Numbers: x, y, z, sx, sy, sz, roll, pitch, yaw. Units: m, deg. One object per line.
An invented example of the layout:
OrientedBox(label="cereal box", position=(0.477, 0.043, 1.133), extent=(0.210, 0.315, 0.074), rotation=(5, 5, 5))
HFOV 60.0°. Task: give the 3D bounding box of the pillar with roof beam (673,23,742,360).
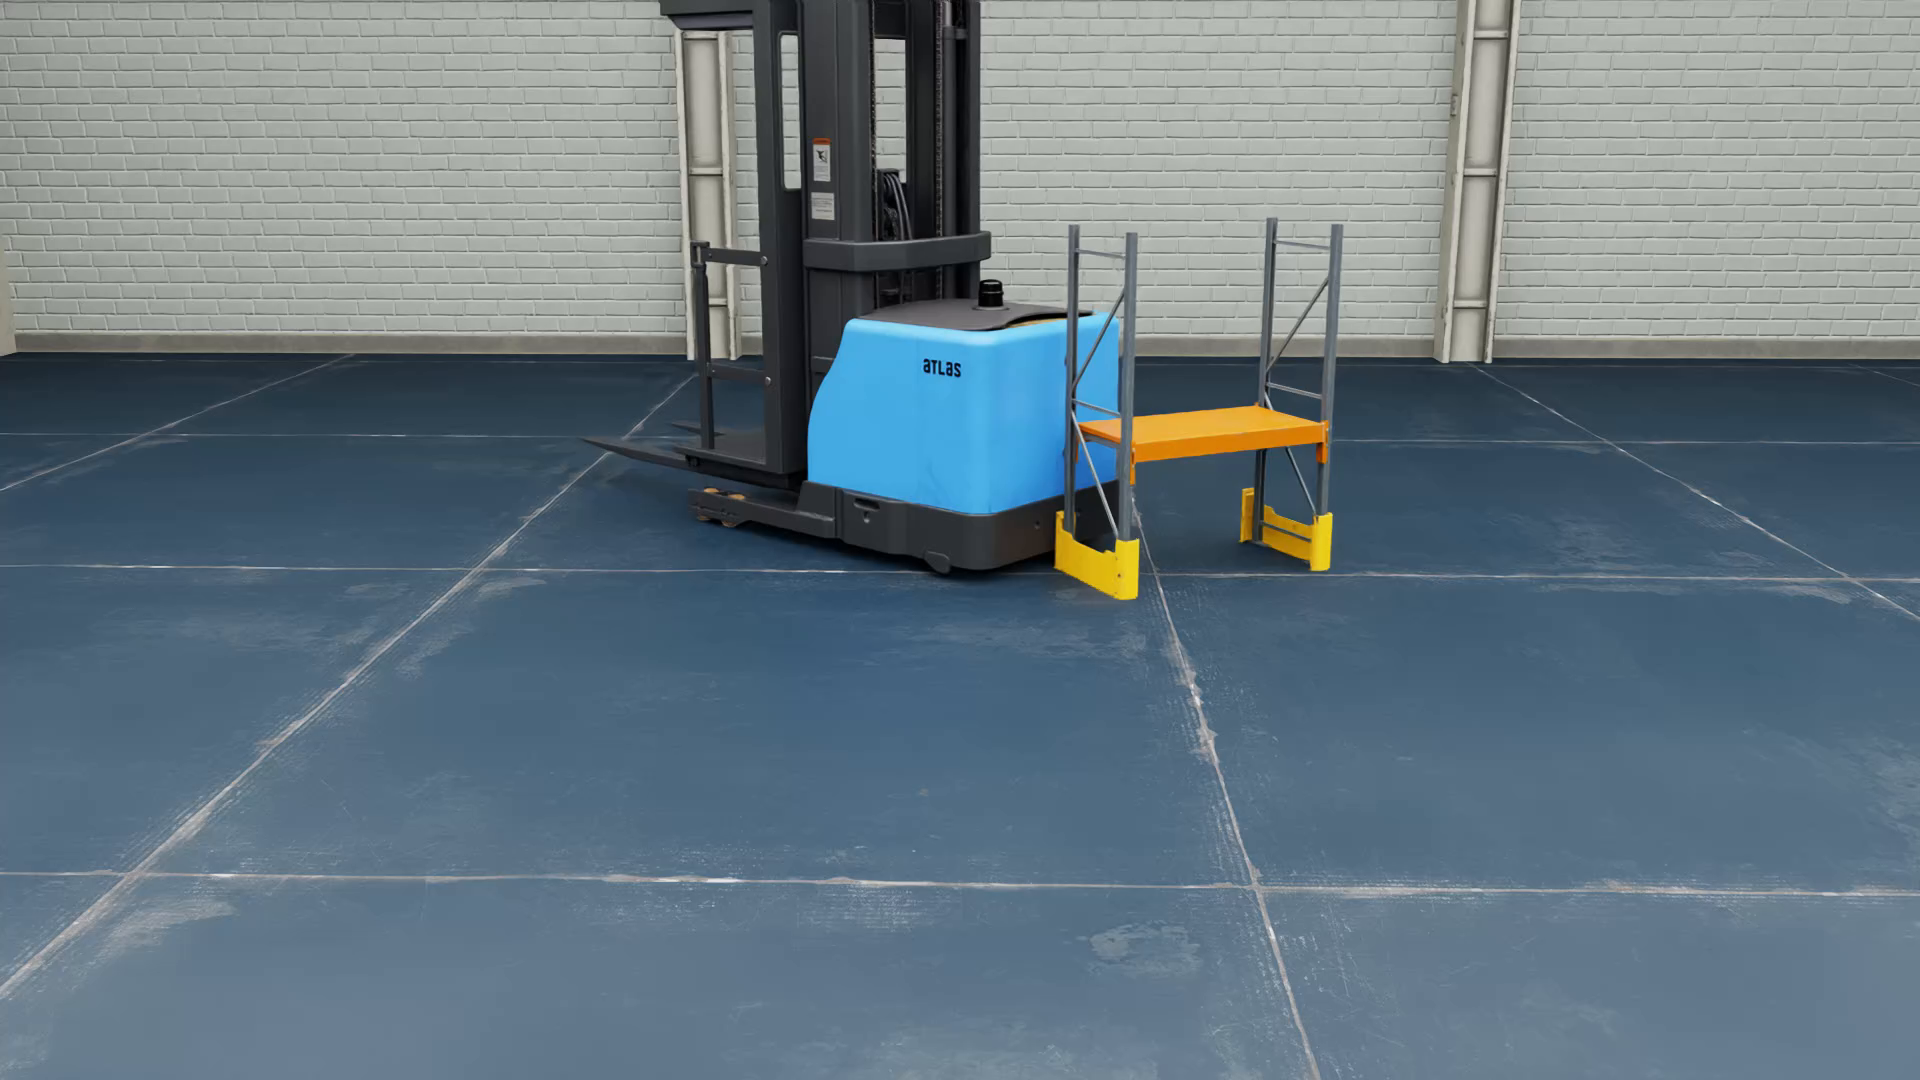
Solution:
OrientedBox(label="pillar with roof beam", position=(-2.092, -4.734, 8.145), extent=(0.400, 9.000, 9.100), rotation=(0, 15, 1))

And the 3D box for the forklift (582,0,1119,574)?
OrientedBox(label="forklift", position=(-0.702, -1.563, 8.019), extent=(3.031, 2.935, 1.130), rotation=(13, 19, 40))

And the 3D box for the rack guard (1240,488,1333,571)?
OrientedBox(label="rack guard", position=(1.474, -0.053, 7.550), extent=(0.087, 0.250, 0.587), rotation=(-7, 16, -25))

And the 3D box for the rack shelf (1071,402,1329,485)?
OrientedBox(label="rack shelf", position=(1.035, -0.428, 7.227), extent=(1.000, 0.185, 0.538), rotation=(-7, 16, -25))

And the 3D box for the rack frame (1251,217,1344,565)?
OrientedBox(label="rack frame", position=(1.491, -0.659, 7.399), extent=(0.032, 1.500, 0.500), rotation=(-7, 16, -25))

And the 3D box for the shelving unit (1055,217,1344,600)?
OrientedBox(label="shelving unit", position=(1.027, -0.601, 7.177), extent=(1.083, 1.500, 0.587), rotation=(-7, 16, -25))

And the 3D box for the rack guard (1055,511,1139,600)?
OrientedBox(label="rack guard", position=(0.580, 0.060, 7.124), extent=(0.087, 0.250, 0.587), rotation=(-7, 16, -25))

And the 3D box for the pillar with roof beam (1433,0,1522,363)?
OrientedBox(label="pillar with roof beam", position=(3.906, -4.695, 7.996), extent=(0.400, 9.000, 9.100), rotation=(0, 15, 1))

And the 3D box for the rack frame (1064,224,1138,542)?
OrientedBox(label="rack frame", position=(0.579, -0.544, 6.964), extent=(0.032, 1.500, 0.500), rotation=(-7, 16, -25))

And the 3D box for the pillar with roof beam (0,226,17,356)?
OrientedBox(label="pillar with roof beam", position=(-8.090, -4.773, 8.293), extent=(0.400, 9.000, 9.100), rotation=(0, 15, 1))
